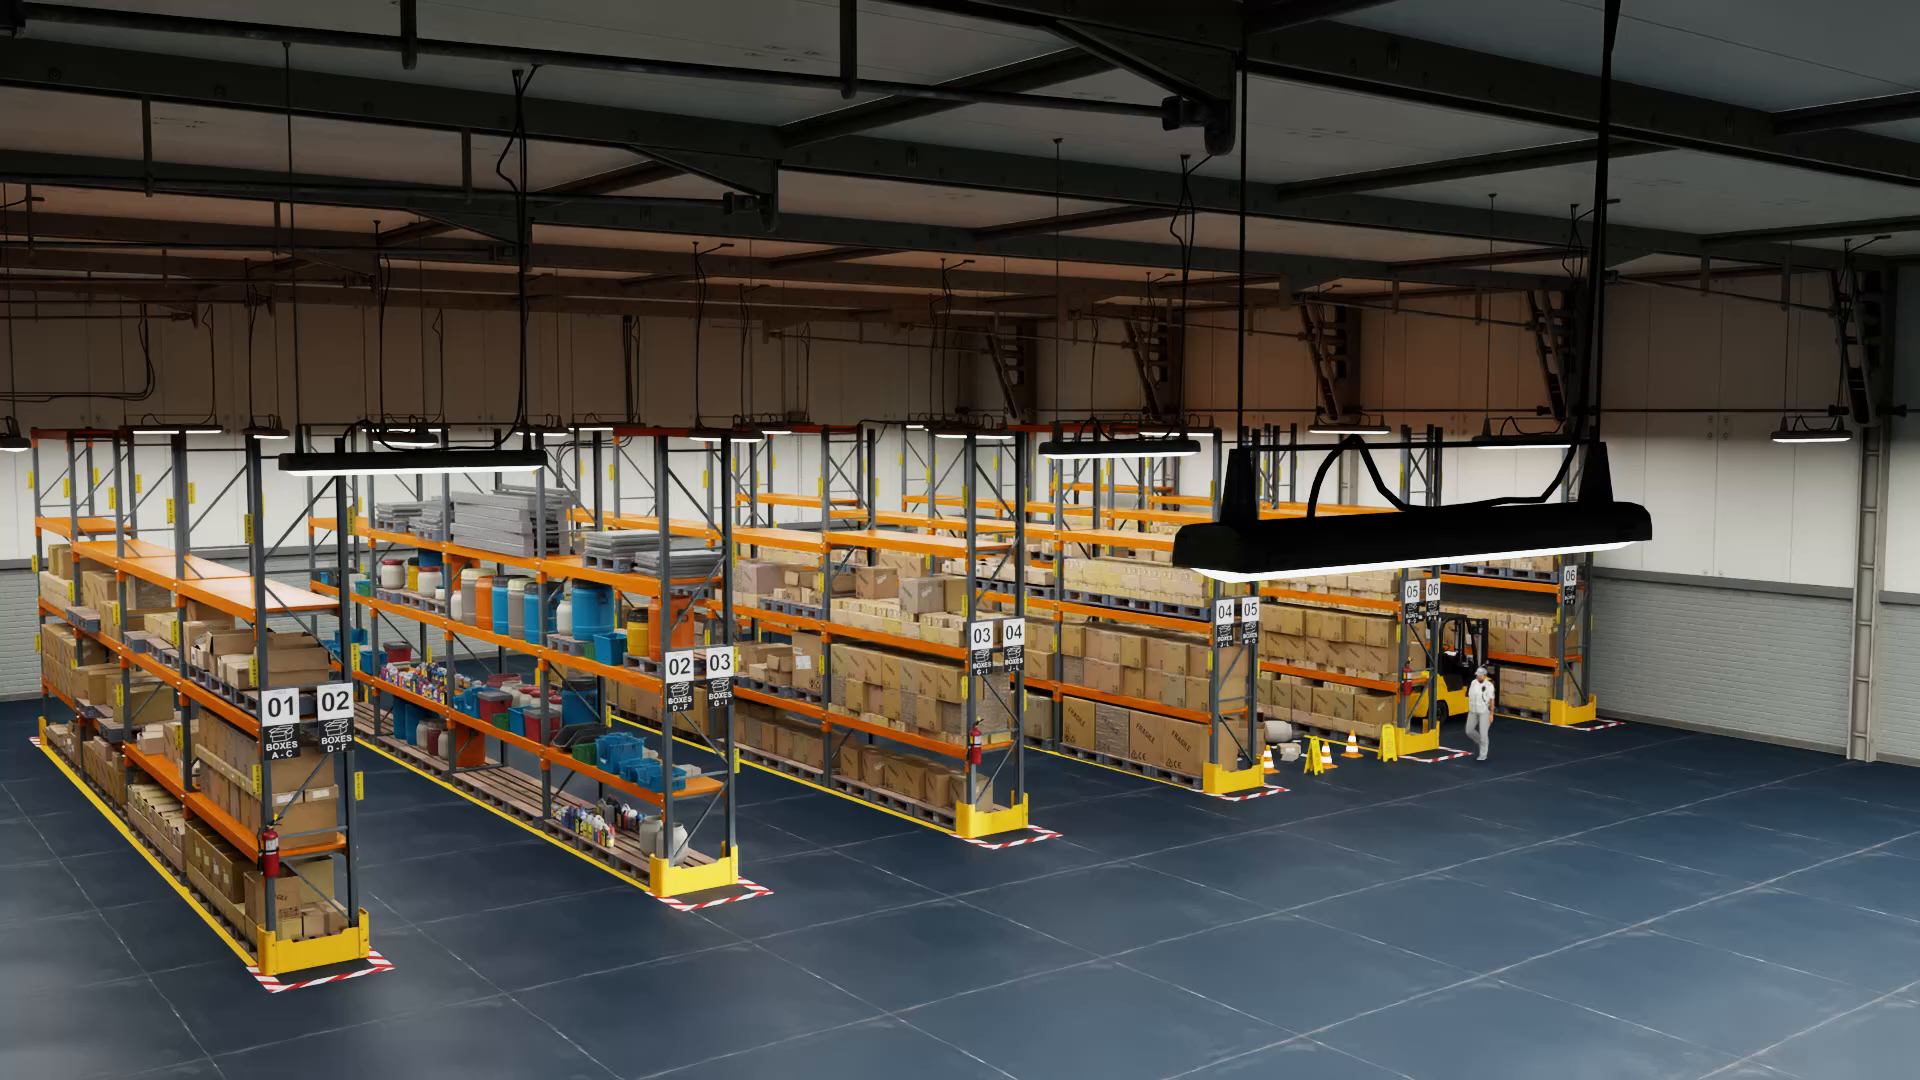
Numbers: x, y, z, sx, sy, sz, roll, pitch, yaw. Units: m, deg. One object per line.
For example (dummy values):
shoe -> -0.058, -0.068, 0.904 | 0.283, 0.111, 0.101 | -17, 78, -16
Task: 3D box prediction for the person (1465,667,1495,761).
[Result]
person -> 9.459, 3.129, 30.176 | 0.588, 1.657, 0.518 | -4, 6, -43
